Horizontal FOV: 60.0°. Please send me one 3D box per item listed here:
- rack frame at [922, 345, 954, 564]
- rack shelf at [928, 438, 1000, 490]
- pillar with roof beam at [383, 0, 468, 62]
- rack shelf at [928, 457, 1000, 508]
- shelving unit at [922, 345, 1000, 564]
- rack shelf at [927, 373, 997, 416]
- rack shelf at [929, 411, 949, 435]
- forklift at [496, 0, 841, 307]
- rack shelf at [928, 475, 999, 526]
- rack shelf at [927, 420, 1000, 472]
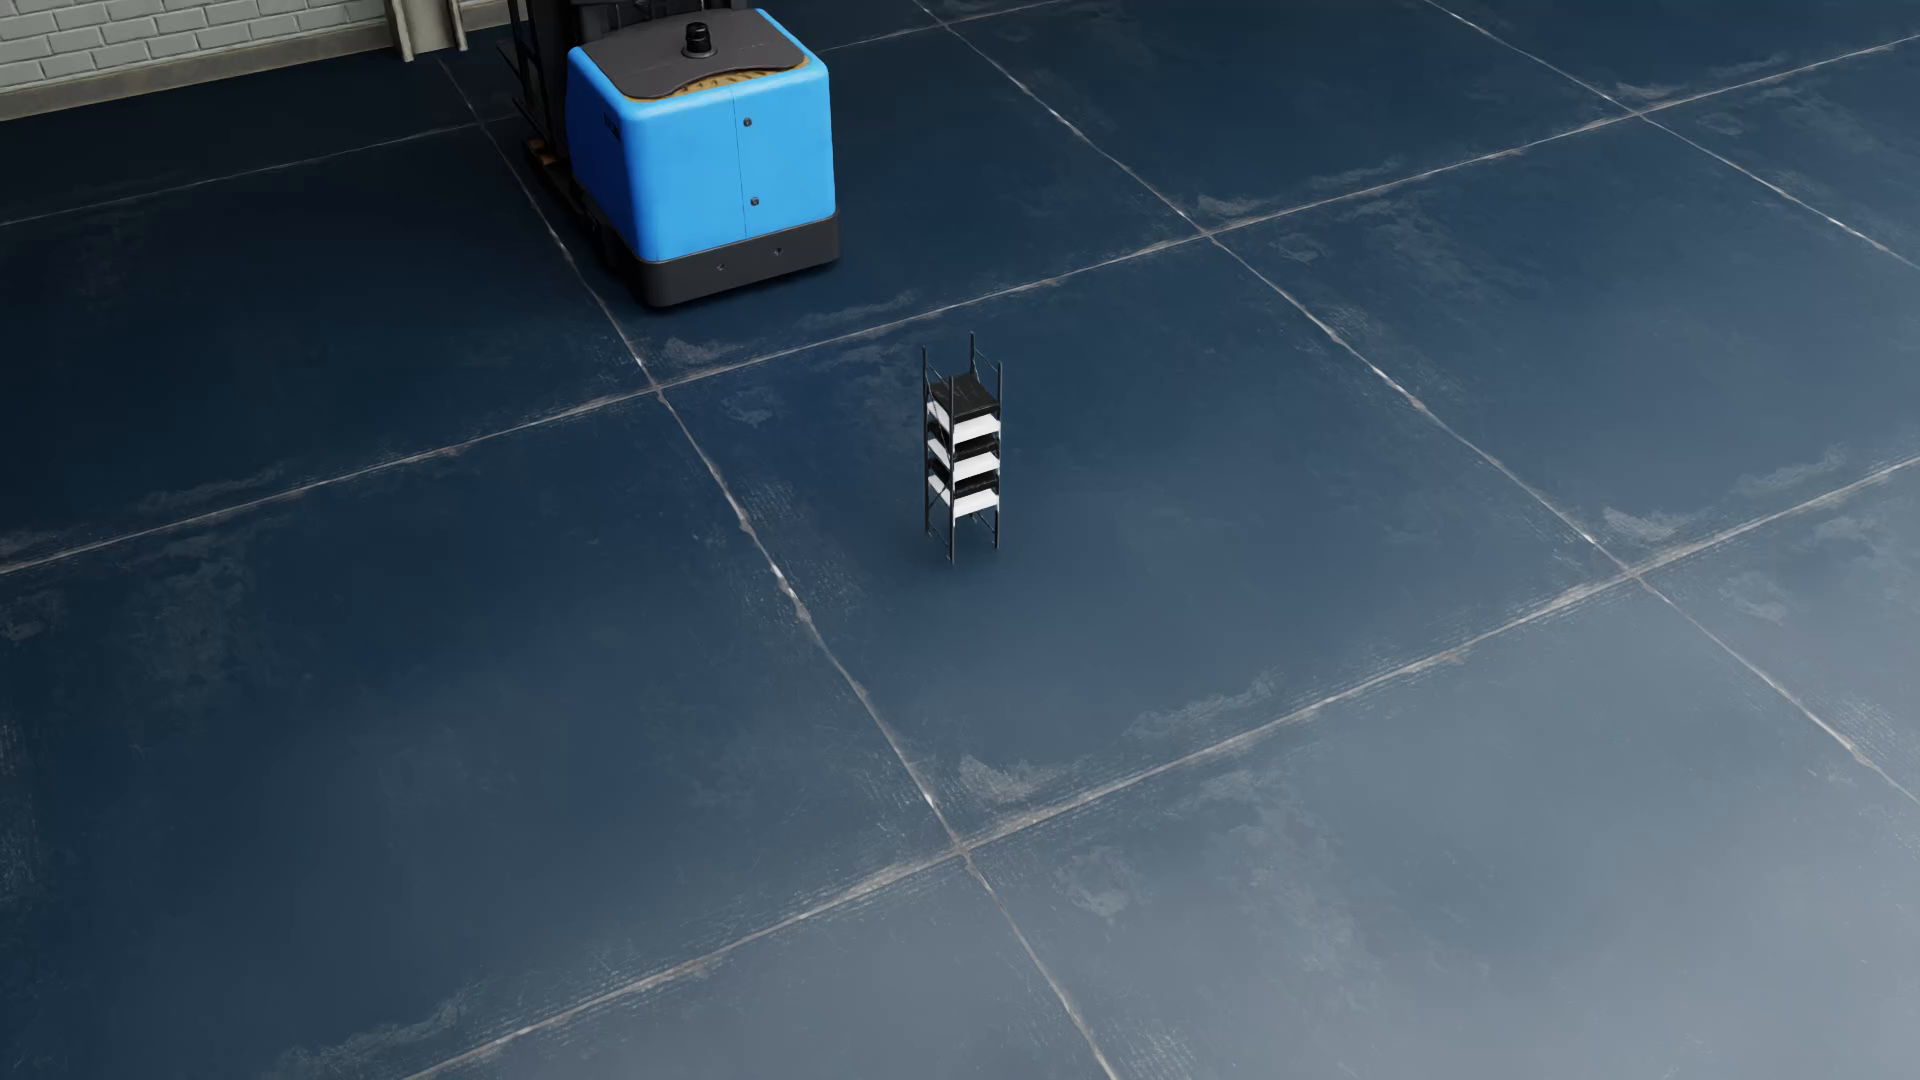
[{"bbox_3d":[-0.083,-0.316,6.426,0.006,0.900,0.240,-19,44,-21],"label":"rack frame"},{"bbox_3d":[0.007,-0.320,6.484,0.200,0.077,0.258,-19,44,-21],"label":"rack shelf"},{"bbox_3d":[-1.320,-4.052,4.571,0.400,9.000,9.100,-19,44,-21],"label":"pillar with roof beam"},{"bbox_3d":[0.007,-0.252,6.542,0.200,0.077,0.258,-19,44,-21],"label":"rack shelf"},{"bbox_3d":[0.005,-0.345,6.461,0.205,0.900,0.258,-19,44,-21],"label":"shelving unit"},{"bbox_3d":[0.007,-0.542,6.296,0.190,0.026,0.221,-19,44,-21],"label":"rack shelf"},{"bbox_3d":[0.007,-0.469,6.358,0.184,0.015,0.199,-19,44,-21],"label":"rack shelf"},{"bbox_3d":[-1.746,-3.151,8.253,1.129,2.867,3.031,-20,44,-22],"label":"forklift"},{"bbox_3d":[0.007,-0.183,6.600,0.200,0.077,0.258,-19,44,-21],"label":"rack shelf"},{"bbox_3d":[0.007,-0.389,6.426,0.200,0.077,0.258,-19,44,-21],"label":"rack shelf"}]
